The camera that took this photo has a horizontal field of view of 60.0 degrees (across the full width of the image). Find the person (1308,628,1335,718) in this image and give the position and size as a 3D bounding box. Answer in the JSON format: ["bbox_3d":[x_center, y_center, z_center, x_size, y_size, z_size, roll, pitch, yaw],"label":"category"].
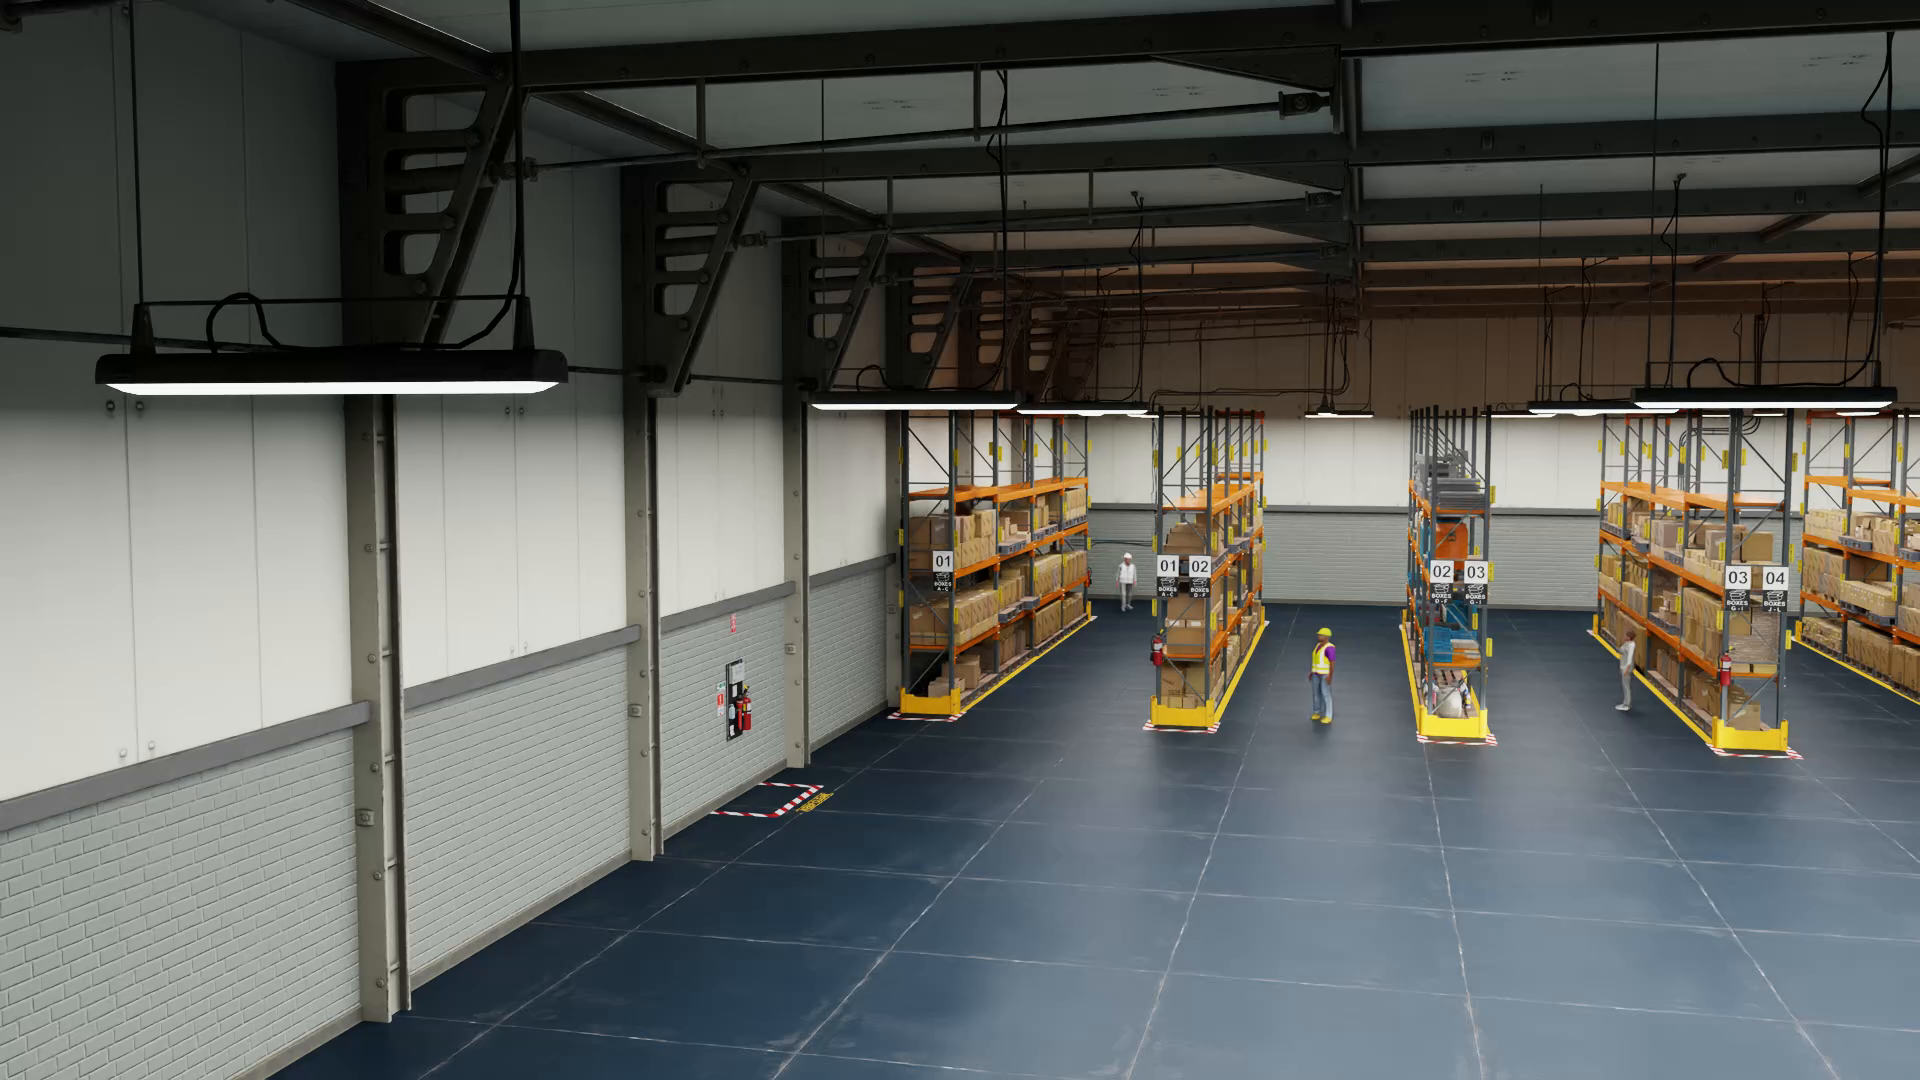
[{"bbox_3d":[6.919,2.527,31.725,0.380,1.708,0.615,-3,5,-32],"label":"person"}]

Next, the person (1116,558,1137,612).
[{"bbox_3d":[5.004,1.304,49.918,0.616,1.695,0.908,-1,4,-13],"label":"person"}]

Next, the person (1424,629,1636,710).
[{"bbox_3d":[11.211,2.590,32.624,3.696,1.609,2.686,2,5,25],"label":"person"}]
